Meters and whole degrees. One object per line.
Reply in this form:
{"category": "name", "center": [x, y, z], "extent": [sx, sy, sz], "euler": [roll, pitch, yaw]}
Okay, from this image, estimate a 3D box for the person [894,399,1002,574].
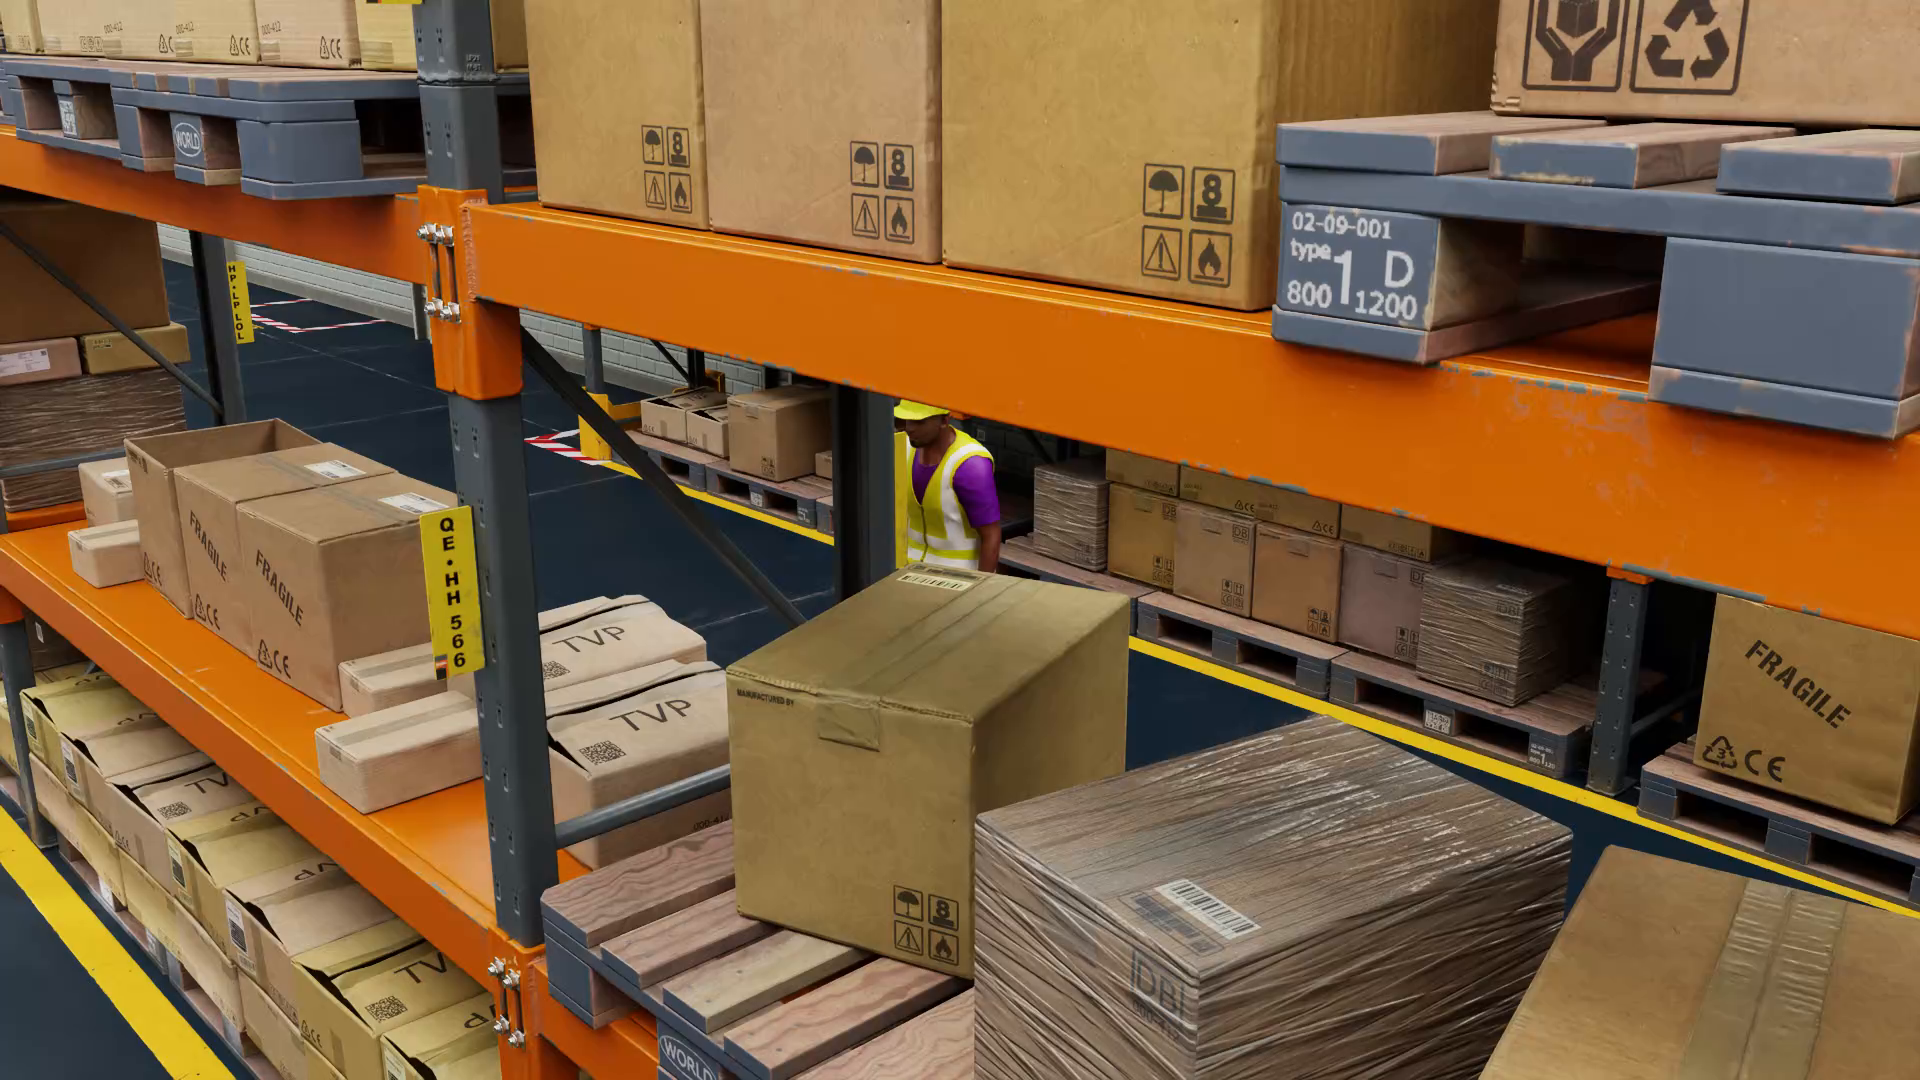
{"category": "person", "center": [-0.097, 0.156, 7.013], "extent": [0.460, 1.760, 0.627], "euler": [-15, 23, -41]}
